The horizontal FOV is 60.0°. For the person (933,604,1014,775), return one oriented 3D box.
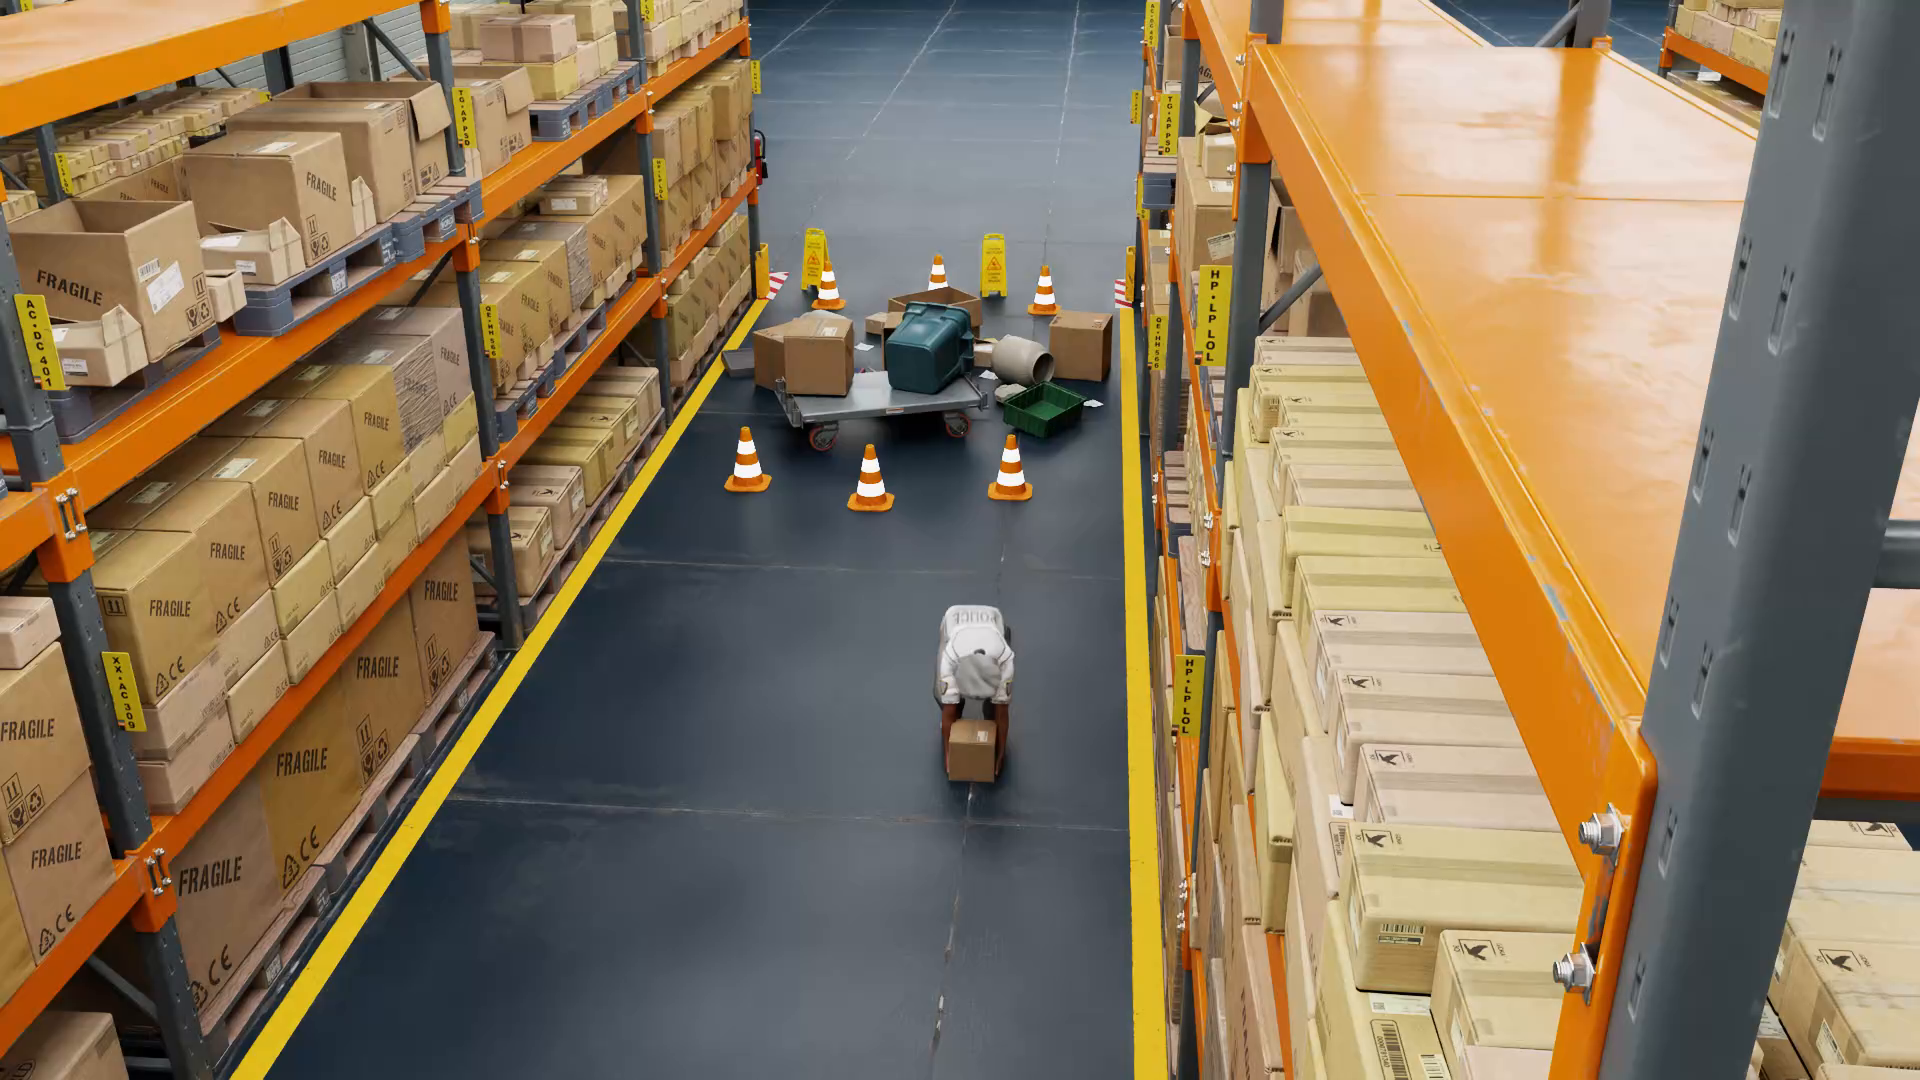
[{"bbox_3d":[0.075,0.806,9.339,0.453,0.774,0.926,1,25,3],"label":"person"}]
